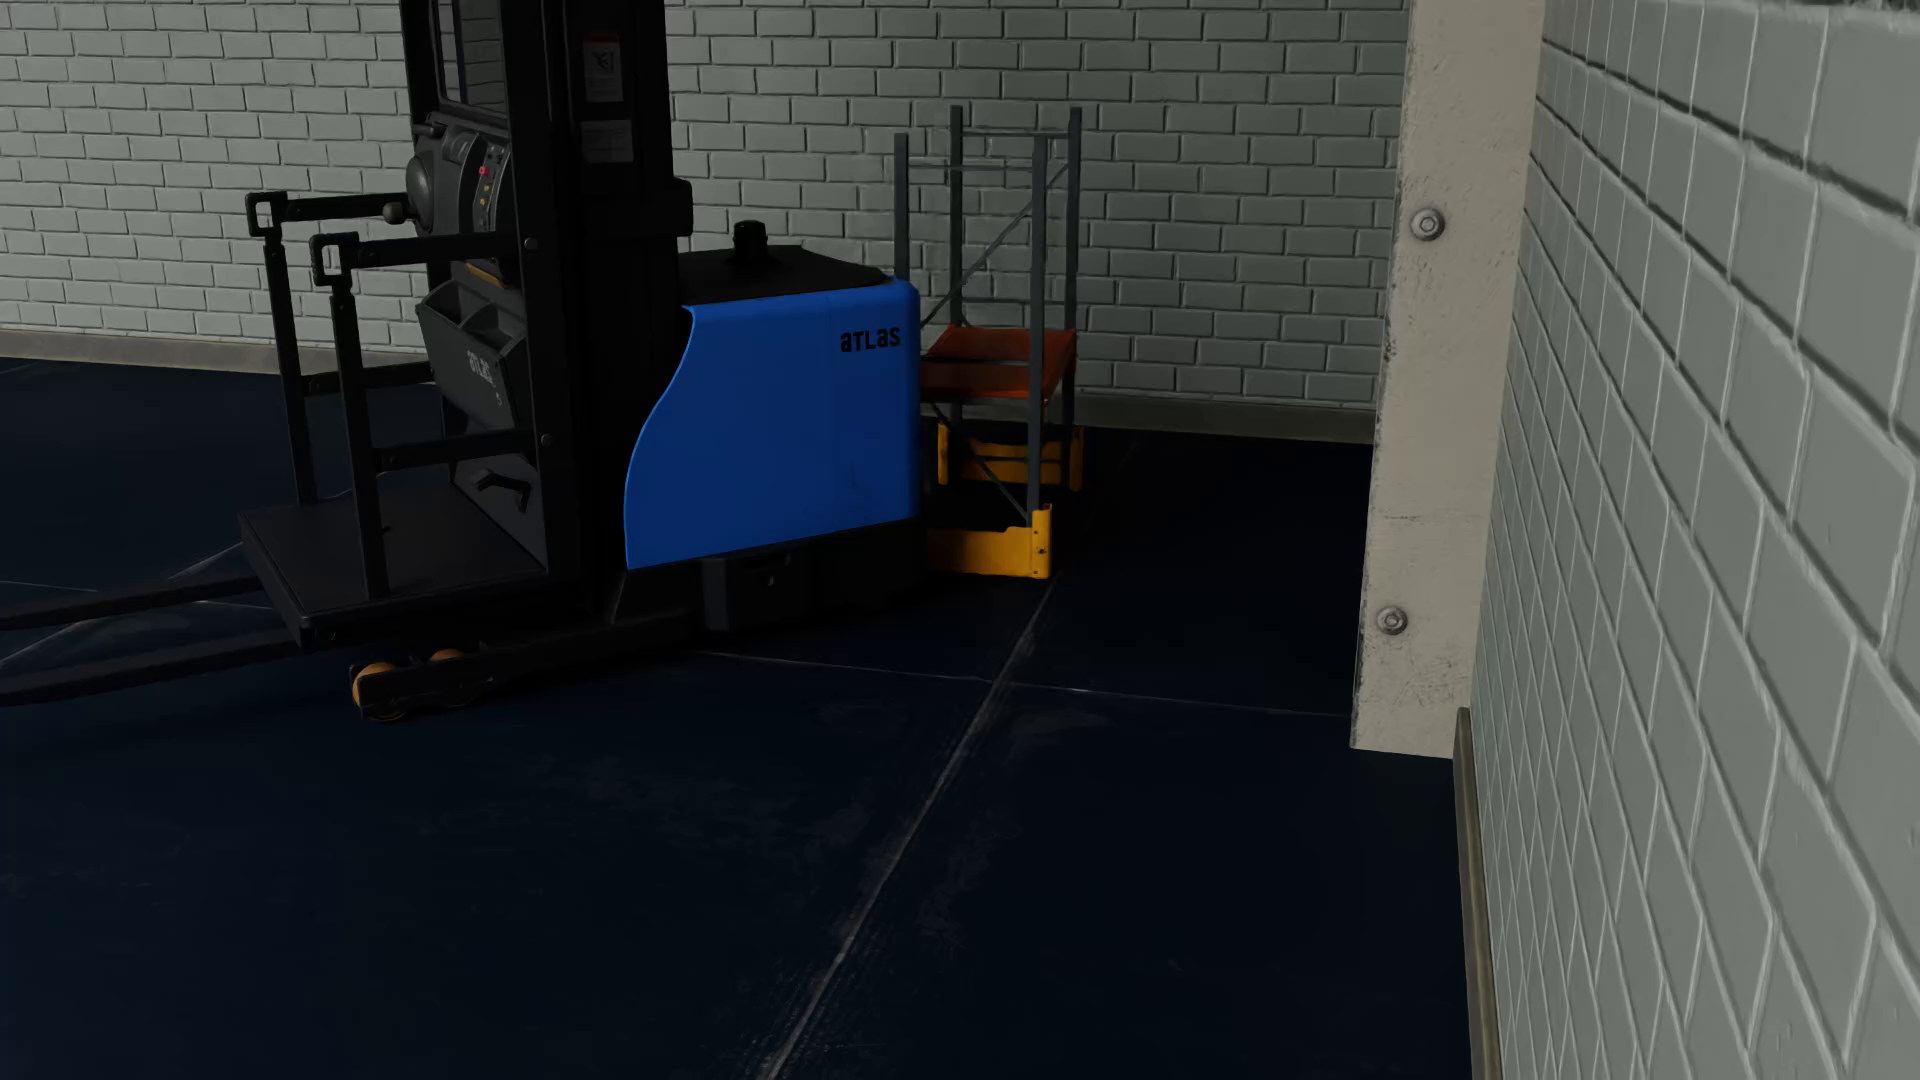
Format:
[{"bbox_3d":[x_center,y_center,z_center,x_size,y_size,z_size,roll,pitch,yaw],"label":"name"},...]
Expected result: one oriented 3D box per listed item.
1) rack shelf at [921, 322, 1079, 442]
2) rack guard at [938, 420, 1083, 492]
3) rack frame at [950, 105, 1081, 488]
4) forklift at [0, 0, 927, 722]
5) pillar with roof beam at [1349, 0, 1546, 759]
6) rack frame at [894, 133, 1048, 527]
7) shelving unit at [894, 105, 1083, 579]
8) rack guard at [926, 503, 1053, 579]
[{"bbox_3d":[0.119,-0.601,6.156,0.538,0.185,1.000,4,20,9],"label":"rack shelf"},{"bbox_3d":[0.203,-0.343,6.759,0.587,0.250,0.087,4,20,9],"label":"rack guard"},{"bbox_3d":[0.209,-0.938,6.567,0.500,1.500,0.032,4,20,9],"label":"rack frame"},{"bbox_3d":[-1.640,-1.068,4.781,3.031,2.935,1.130,-11,22,-29],"label":"forklift"},{"bbox_3d":[-2.916,-4.082,4.217,9.100,9.000,0.400,5,19,13],"label":"pillar with roof beam"},{"bbox_3d":[0.031,-0.602,5.624,0.500,1.500,0.032,4,20,9],"label":"rack frame"},{"bbox_3d":[0.118,-0.767,6.087,0.587,1.500,1.083,4,20,9],"label":"shelving unit"},{"bbox_3d":[0.029,-0.014,5.835,0.587,0.250,0.087,4,20,9],"label":"rack guard"}]
